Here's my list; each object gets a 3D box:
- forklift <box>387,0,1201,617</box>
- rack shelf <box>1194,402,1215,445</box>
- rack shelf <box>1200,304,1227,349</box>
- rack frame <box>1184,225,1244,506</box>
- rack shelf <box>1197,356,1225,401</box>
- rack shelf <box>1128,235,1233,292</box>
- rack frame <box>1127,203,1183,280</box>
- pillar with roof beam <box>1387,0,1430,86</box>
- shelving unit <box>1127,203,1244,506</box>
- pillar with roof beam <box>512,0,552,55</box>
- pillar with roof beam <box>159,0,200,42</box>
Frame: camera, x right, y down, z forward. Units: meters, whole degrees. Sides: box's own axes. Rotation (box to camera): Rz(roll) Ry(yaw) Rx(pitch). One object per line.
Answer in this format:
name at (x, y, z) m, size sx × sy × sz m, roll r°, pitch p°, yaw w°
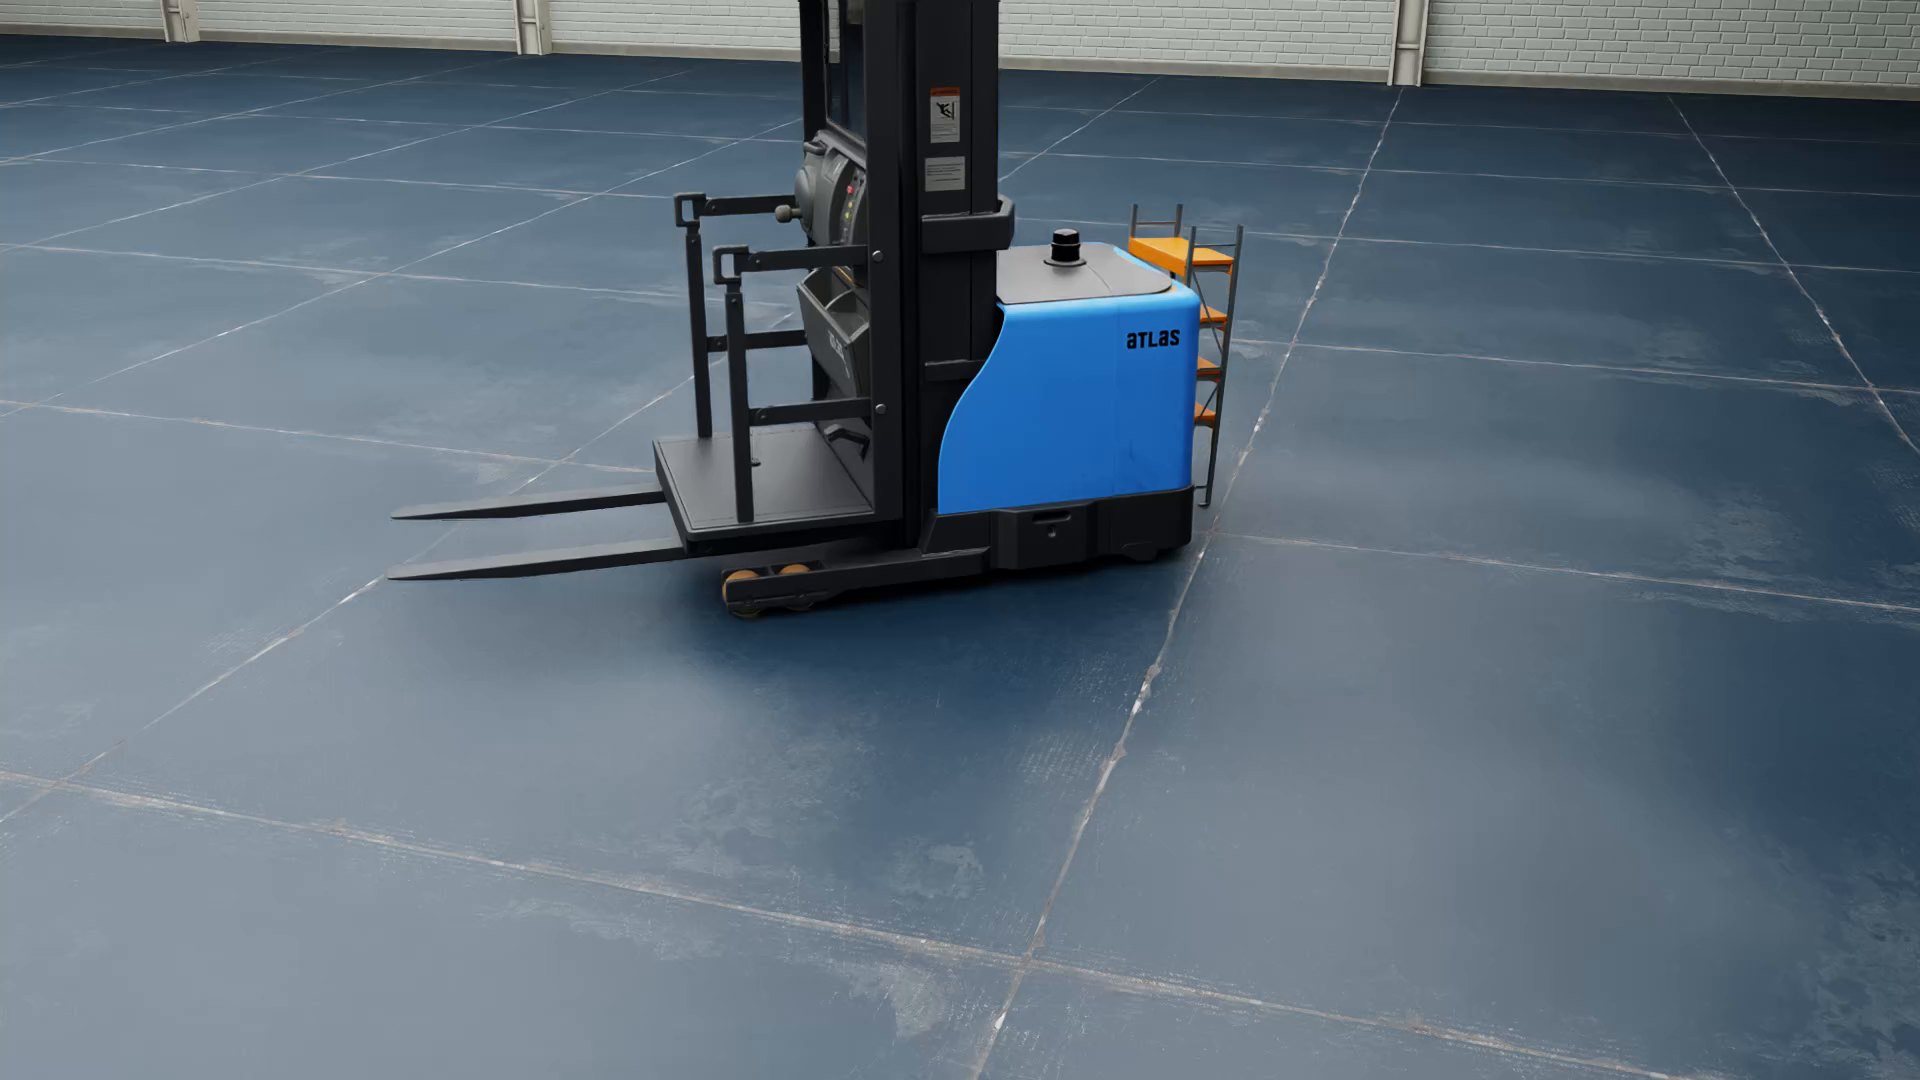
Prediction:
forklift at (-0.658, -1.298, 6.073) m, size 3.031 × 2.935 × 1.130 m, roll -6°, pitch 23°, yaw -15°
rack shelf at (0.886, -0.539, 7.181) m, size 0.258 × 0.148 × 0.480 m, roll -6°, pitch 23°, yaw -22°
rack shelf at (0.910, -0.933, 7.031) m, size 0.258 × 0.148 × 0.480 m, roll -6°, pitch 23°, yaw -22°
rack frame at (0.996, -0.701, 6.878) m, size 0.240 × 1.200 × 0.015 m, roll -6°, pitch 23°, yaw -22°
rack shelf at (0.897, -0.724, 7.110) m, size 0.258 × 0.148 × 0.480 m, roll -6°, pitch 23°, yaw -22°
rack shelf at (0.924, -1.153, 6.946) m, size 0.258 × 0.148 × 0.480 m, roll -6°, pitch 23°, yaw -22°
rack frame at (0.807, -0.872, 7.295) m, size 0.240 × 1.200 × 0.015 m, roll -6°, pitch 23°, yaw -22°
pillar with roof beam at (4.214, -8.196, 14.892) m, size 0.400 × 9.000 × 9.100 m, roll 7°, pitch 23°, yaw 16°
shelving unit at (0.901, -0.787, 7.086) m, size 0.258 × 1.200 × 0.503 m, roll -6°, pitch 23°, yaw -22°
pillar with roof beam at (-7.274, -9.511, 18.099) m, size 0.400 × 9.000 × 9.100 m, roll 7°, pitch 23°, yaw 16°
pillar with roof beam at (-13.018, -10.169, 19.703) m, size 0.400 × 9.000 × 9.100 m, roll 7°, pitch 23°, yaw 16°
